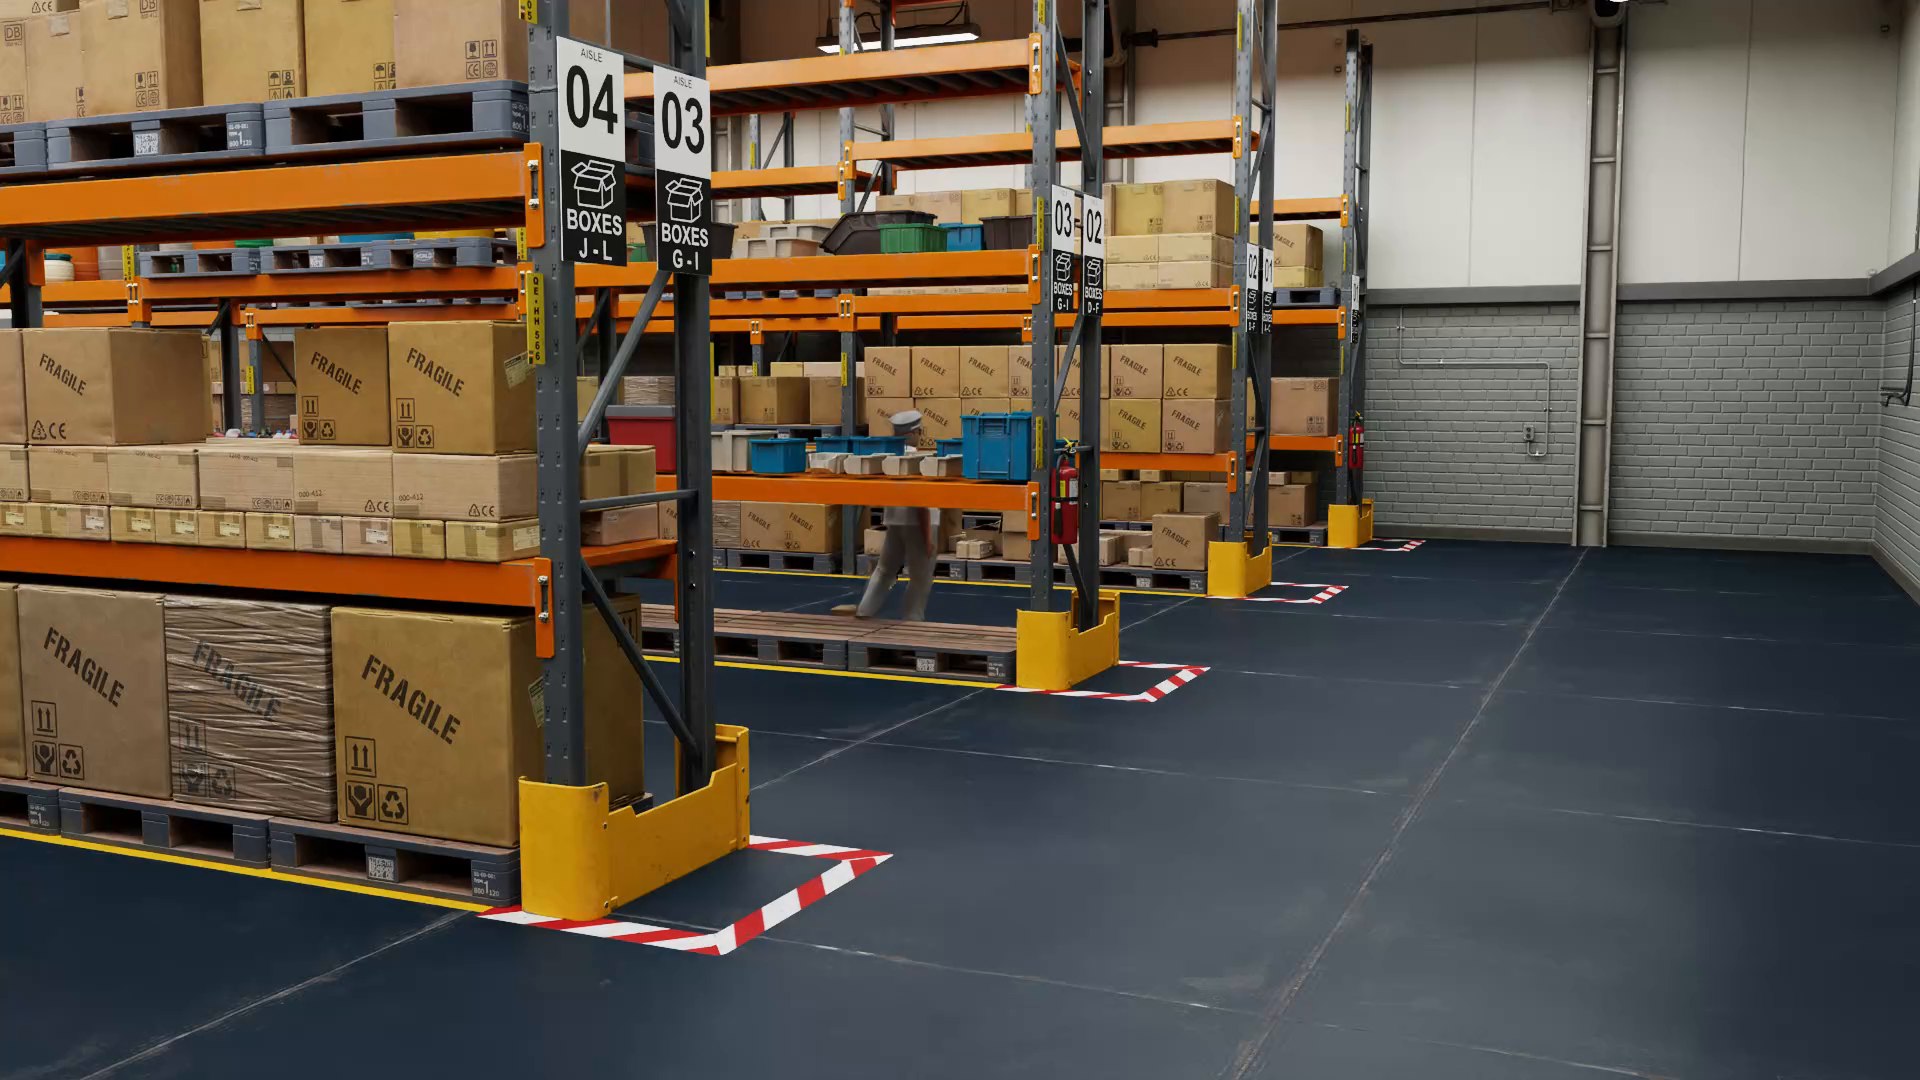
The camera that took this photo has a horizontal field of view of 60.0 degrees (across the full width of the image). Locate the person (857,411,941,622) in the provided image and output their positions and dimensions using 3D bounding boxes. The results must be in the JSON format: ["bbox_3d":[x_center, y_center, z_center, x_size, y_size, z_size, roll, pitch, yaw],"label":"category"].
[{"bbox_3d":[-0.478,-0.090,12.380,0.559,1.741,0.755,-5,8,-44],"label":"person"}]
